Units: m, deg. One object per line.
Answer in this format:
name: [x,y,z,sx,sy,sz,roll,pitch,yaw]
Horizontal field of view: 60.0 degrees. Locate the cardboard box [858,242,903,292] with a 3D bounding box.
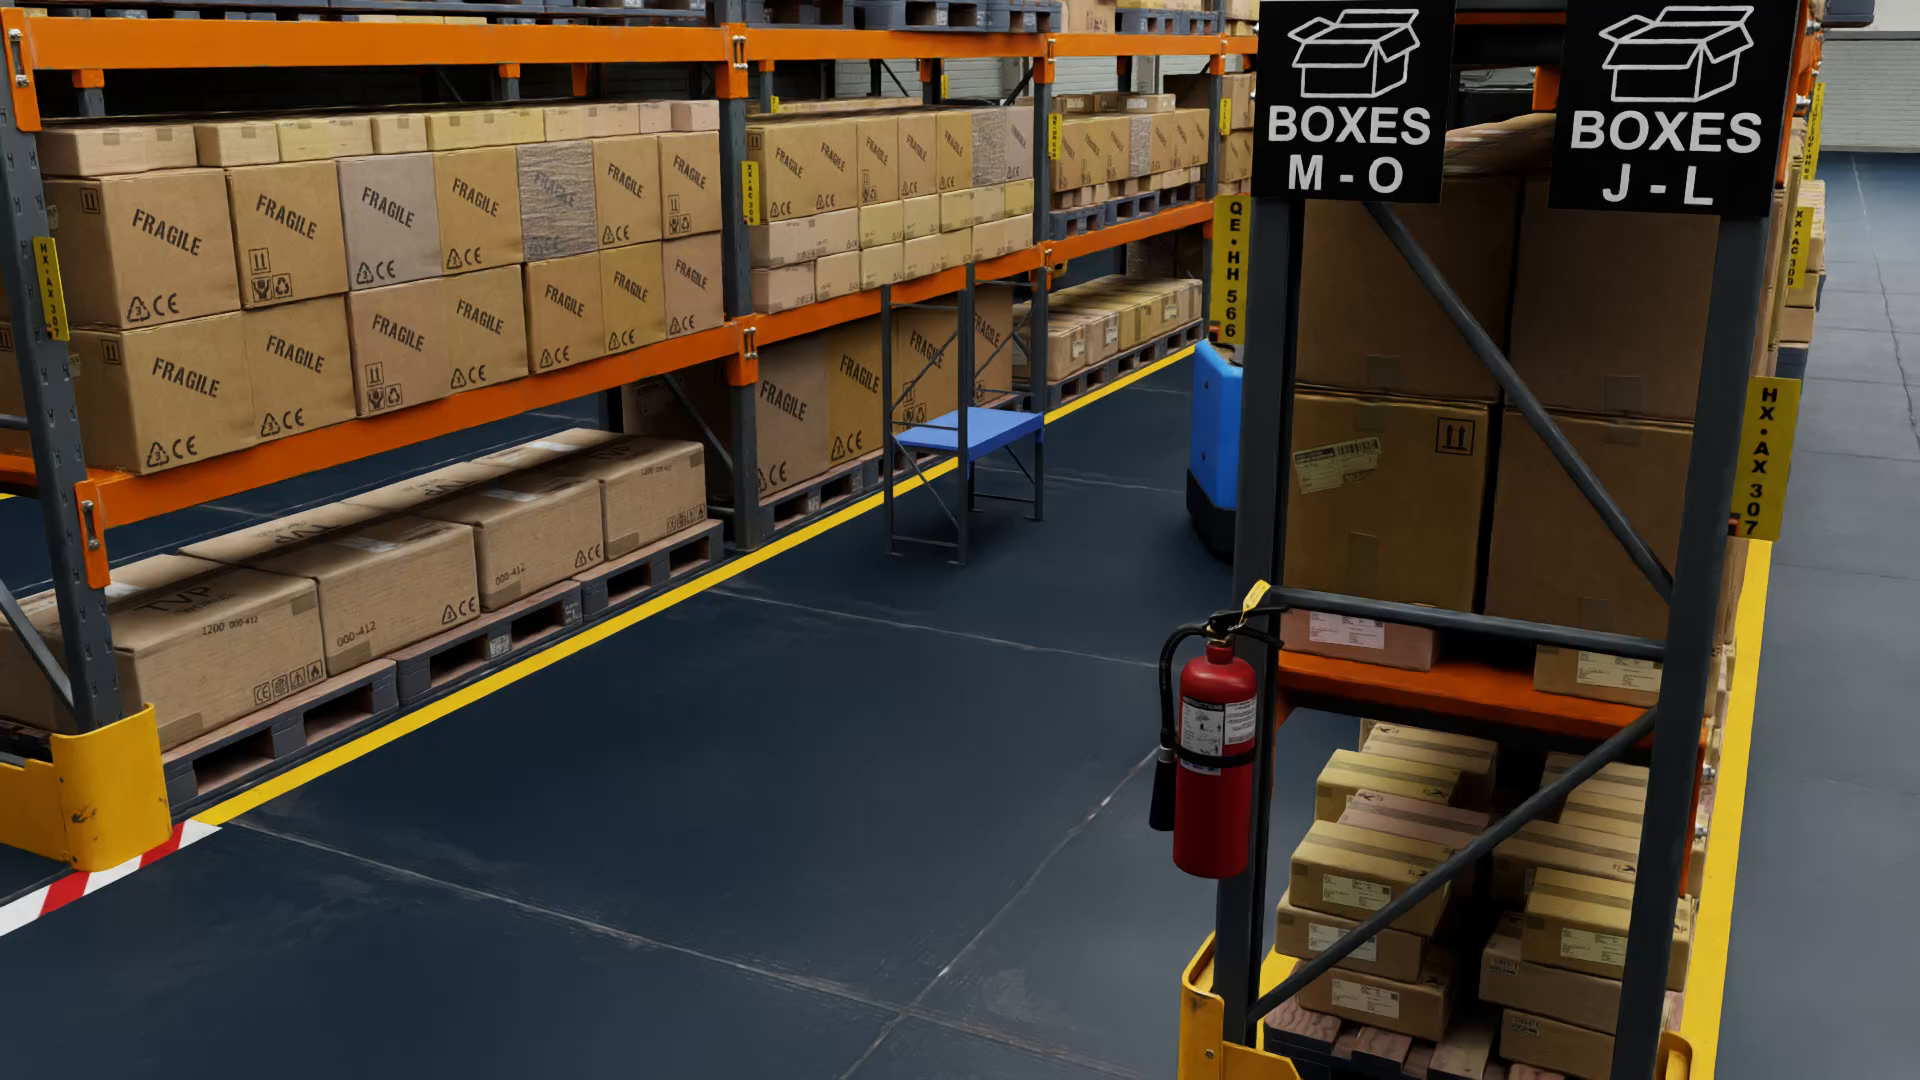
cardboard box: [-0.688,-1.703,10.254,0.500,0.250,0.500,8,18,25]

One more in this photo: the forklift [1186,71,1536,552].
forklift: [2.879,-1.430,9.190,3.031,2.935,1.130,0,17,-2]

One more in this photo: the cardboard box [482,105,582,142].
cardboard box: [-1.959,-1.905,7.597,0.380,0.149,0.250,8,18,25]

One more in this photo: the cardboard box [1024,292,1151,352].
cardboard box: [1.121,-1.921,14.600,0.950,0.372,0.625,9,19,27]

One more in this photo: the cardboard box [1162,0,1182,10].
cardboard box: [1.619,-4.746,14.491,0.500,0.250,0.500,8,18,26]

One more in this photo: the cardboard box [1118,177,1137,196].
cardboard box: [1.270,-3.000,14.062,0.380,0.149,0.250,9,19,27]

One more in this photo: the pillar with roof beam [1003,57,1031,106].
pillar with roof beam: [4.741,-8.917,23.741,9.100,9.000,0.400,8,18,25]

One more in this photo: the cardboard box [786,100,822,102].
cardboard box: [-1.847,-5.108,19.617,0.380,0.149,0.250,9,19,27]

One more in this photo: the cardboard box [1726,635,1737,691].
cardboard box: [2.809,0.452,6.480,0.380,0.149,0.250,7,18,23]

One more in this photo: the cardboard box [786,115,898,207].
cardboard box: [-0.711,-2.299,10.066,0.500,0.500,0.500,8,18,24]

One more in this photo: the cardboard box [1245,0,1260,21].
cardboard box: [2.644,-5.192,16.210,0.500,0.250,0.500,8,18,25]

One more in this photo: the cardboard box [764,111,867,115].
cardboard box: [-0.933,-2.502,10.749,0.500,0.500,0.500,8,19,26]

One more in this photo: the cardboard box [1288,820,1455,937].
cardboard box: [1.102,0.900,4.451,0.380,0.149,0.250,8,18,26]

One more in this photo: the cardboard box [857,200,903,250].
cardboard box: [-0.688,-1.942,10.178,0.500,0.250,0.500,8,18,26]

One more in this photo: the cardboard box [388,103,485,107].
cardboard box: [-2.455,-1.970,7.816,0.380,0.149,0.250,8,18,24]

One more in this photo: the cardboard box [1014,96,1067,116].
cardboard box: [0.672,-3.610,13.836,0.380,0.149,0.250,7,18,23]

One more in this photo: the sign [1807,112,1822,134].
sign: [6.944,-3.320,13.540,0.100,0.325,0.005,8,18,25]

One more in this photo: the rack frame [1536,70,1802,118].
rack frame: [2.879,-0.832,7.057,1.000,3.000,0.127,8,18,25]

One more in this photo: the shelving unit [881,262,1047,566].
shelving unit: [0.038,-0.741,9.384,0.538,1.500,1.048,8,18,25]

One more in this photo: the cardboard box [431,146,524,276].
cardboard box: [-2.242,-1.422,7.113,0.500,0.500,0.500,8,18,26]

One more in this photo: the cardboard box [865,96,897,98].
cardboard box: [-1.016,-5.566,21.159,0.380,0.149,0.250,8,18,24]

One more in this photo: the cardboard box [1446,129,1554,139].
cardboard box: [1.758,-1.029,5.266,0.500,0.500,0.500,7,18,23]

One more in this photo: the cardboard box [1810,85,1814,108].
cardboard box: [7.878,-4.237,16.360,0.875,0.550,0.550,8,18,25]

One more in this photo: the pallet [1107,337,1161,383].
pallet: [1.090,-1.627,14.630,1.003,0.211,1.213,8,18,25]

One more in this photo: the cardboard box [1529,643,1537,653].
cardboard box: [1.607,0.196,4.036,0.380,0.149,0.250,9,19,27]

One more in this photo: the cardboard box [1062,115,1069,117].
cardboard box: [0.593,-3.260,13.795,0.500,0.500,0.500,7,18,22]

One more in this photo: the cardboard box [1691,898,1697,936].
cardboard box: [1.973,1.067,4.933,0.380,0.149,0.250,8,18,26]

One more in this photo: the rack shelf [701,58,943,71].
rack shelf: [-1.568,-5.707,19.465,1.077,0.370,4.000,8,18,25]

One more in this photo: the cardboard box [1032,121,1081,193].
cardboard box: [0.601,-2.932,12.692,0.500,0.500,0.500,8,18,24]

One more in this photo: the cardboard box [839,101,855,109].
cardboard box: [-1.454,-5.053,19.432,0.380,0.149,0.250,8,18,26]

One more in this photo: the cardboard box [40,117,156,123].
cardboard box: [-3.268,-1.516,6.291,0.380,0.149,0.250,8,18,25]

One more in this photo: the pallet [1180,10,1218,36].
pallet: [1.609,-4.678,15.067,1.213,0.211,1.003,8,18,25]

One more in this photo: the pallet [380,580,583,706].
pallet: [-2.548,0.396,7.819,1.003,0.211,1.213,8,18,25]

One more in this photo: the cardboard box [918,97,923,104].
cardboard box: [-0.646,-5.507,20.959,0.380,0.149,0.250,8,18,26]

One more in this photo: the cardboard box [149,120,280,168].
cardboard box: [-2.703,-1.438,6.027,0.380,0.149,0.250,9,19,27]

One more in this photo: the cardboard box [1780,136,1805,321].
cardboard box: [2.227,-0.953,5.010,0.500,0.500,0.500,7,18,24]

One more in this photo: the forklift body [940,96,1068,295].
forklift body: [0.110,-4.001,19.218,2.313,2.155,1.214,8,18,25]

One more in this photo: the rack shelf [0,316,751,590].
rack shelf: [-2.488,-0.582,7.478,1.077,0.370,4.000,8,18,25]

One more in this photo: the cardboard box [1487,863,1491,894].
cardboard box: [1.459,0.992,5.185,0.380,0.149,0.250,8,18,26]

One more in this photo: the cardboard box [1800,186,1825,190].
cardboard box: [4.627,-1.903,9.323,0.380,0.149,0.250,9,19,27]

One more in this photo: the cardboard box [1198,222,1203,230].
cardboard box: [2.595,-3.168,16.556,0.380,0.149,0.250,8,18,26]

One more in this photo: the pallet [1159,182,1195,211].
pallet: [1.509,-3.206,15.386,1.003,0.211,1.213,8,18,25]

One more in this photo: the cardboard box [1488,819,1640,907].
cardboard box: [1.646,0.891,4.480,0.380,0.149,0.250,8,19,26]

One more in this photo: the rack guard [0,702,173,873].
rack guard: [-3.392,0.787,5.996,1.175,0.500,0.348,8,18,25]

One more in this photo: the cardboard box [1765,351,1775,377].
cardboard box: [2.459,-0.605,5.594,0.500,0.500,0.500,8,18,25]

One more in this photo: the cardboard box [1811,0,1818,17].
cardboard box: [2.442,-1.784,5.256,0.500,0.250,0.500,8,18,25]

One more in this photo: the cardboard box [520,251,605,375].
cardboard box: [-2.009,-1.072,7.688,0.500,0.500,0.500,8,18,25]

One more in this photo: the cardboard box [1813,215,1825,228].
cardboard box: [3.817,-1.440,7.763,0.380,0.149,0.250,8,18,25]

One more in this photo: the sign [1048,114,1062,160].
sign: [0.691,-2.940,12.121,0.100,0.325,0.005,8,18,25]

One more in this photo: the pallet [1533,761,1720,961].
pallet: [2.067,0.992,5.813,1.003,0.211,1.213,8,18,25]

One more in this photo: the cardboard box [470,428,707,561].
cardboard box: [-1.971,-0.263,8.903,0.875,0.438,0.875,8,18,25]

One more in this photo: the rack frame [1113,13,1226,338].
rack frame: [1.981,-3.474,15.952,1.000,3.000,0.127,8,18,25]
